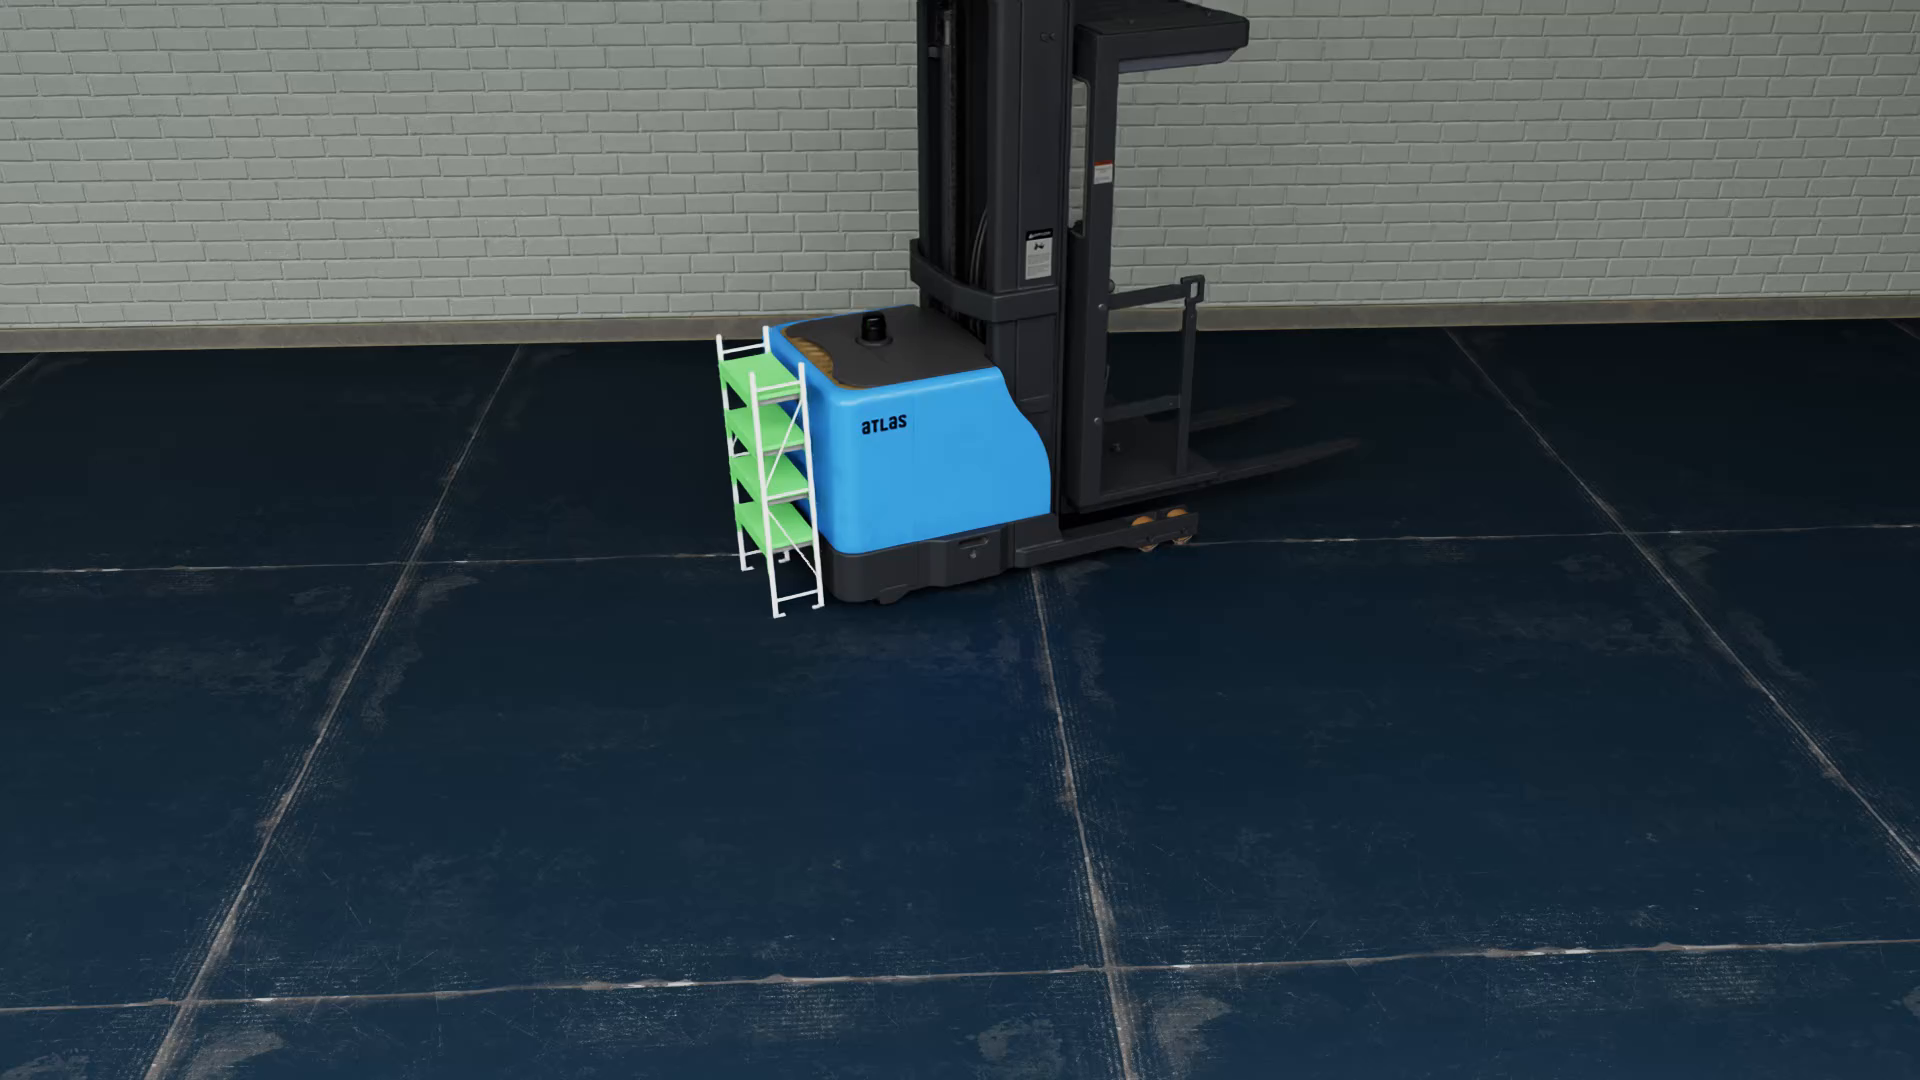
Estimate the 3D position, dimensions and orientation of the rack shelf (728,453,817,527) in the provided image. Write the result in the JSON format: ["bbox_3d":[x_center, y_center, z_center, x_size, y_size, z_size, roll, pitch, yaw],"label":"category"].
[{"bbox_3d":[-0.854,-0.248,7.556,0.258,0.148,0.480,-13,30,-20],"label":"rack shelf"}]

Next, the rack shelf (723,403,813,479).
[{"bbox_3d":[-0.862,-0.459,7.442,0.258,0.148,0.480,-13,30,-20],"label":"rack shelf"}]

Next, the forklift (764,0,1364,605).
[{"bbox_3d":[0.615,-1.454,7.868,3.031,2.935,1.130,-12,30,-22],"label":"forklift"}]

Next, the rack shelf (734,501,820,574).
[{"bbox_3d":[-0.846,-0.037,7.670,0.258,0.148,0.480,-13,30,-20],"label":"rack shelf"}]

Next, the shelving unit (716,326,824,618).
[{"bbox_3d":[-0.856,-0.305,7.526,0.258,1.200,0.503,-13,30,-20],"label":"shelving unit"}]

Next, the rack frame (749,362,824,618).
[{"bbox_3d":[-0.757,-0.201,7.328,0.240,1.200,0.015,-13,30,-20],"label":"rack frame"}]

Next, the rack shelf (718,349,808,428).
[{"bbox_3d":[-0.870,-0.670,7.329,0.258,0.148,0.480,-13,30,-20],"label":"rack shelf"}]

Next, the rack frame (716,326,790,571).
[{"bbox_3d":[-0.955,-0.408,7.724,0.240,1.200,0.015,-13,30,-20],"label":"rack frame"}]
